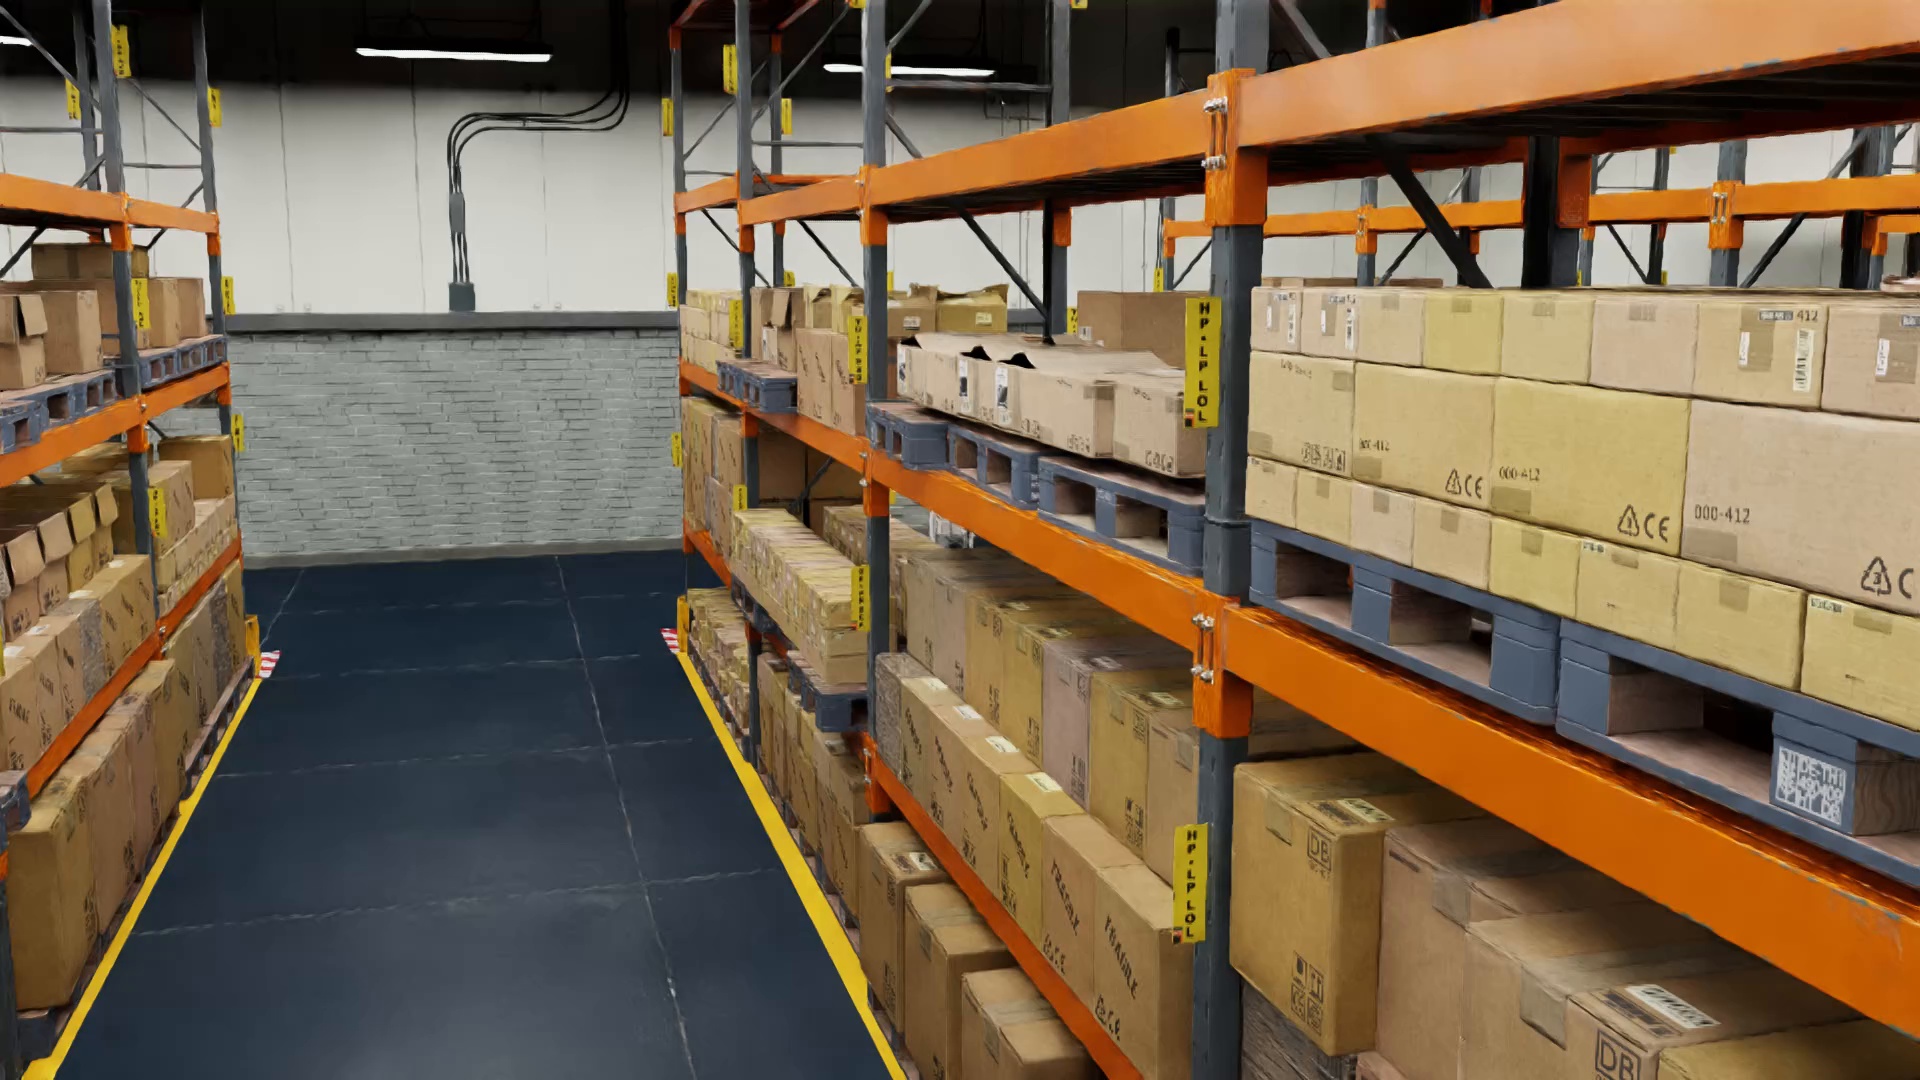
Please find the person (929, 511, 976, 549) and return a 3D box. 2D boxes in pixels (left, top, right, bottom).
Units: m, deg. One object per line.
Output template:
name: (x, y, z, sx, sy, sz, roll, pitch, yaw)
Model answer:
person: (-0.080, -0.037, 17.470, 0.494, 1.685, 0.598, 0, 9, -1)
